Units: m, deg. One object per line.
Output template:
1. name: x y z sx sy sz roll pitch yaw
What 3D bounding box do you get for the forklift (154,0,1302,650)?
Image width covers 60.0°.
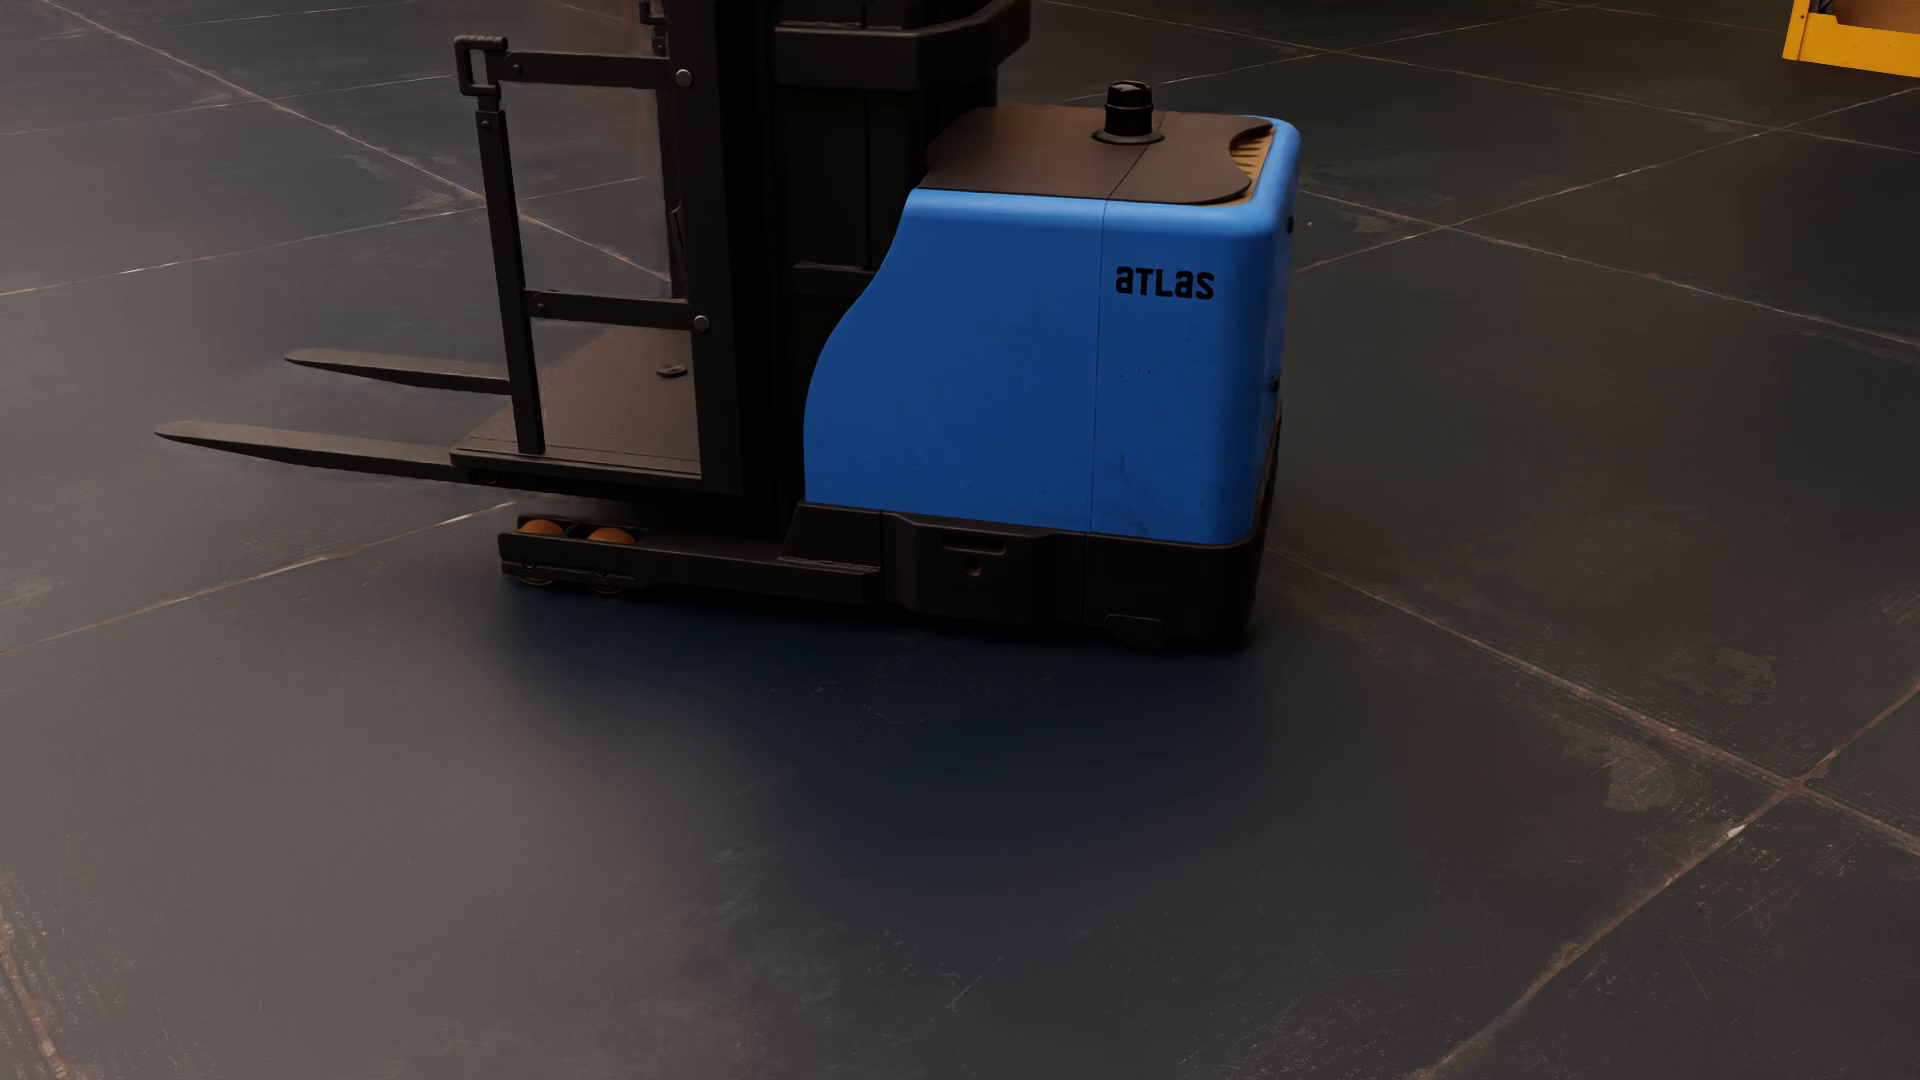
1. forklift: -0.686 -1.394 4.013 3.031 2.935 1.130 6 27 12
